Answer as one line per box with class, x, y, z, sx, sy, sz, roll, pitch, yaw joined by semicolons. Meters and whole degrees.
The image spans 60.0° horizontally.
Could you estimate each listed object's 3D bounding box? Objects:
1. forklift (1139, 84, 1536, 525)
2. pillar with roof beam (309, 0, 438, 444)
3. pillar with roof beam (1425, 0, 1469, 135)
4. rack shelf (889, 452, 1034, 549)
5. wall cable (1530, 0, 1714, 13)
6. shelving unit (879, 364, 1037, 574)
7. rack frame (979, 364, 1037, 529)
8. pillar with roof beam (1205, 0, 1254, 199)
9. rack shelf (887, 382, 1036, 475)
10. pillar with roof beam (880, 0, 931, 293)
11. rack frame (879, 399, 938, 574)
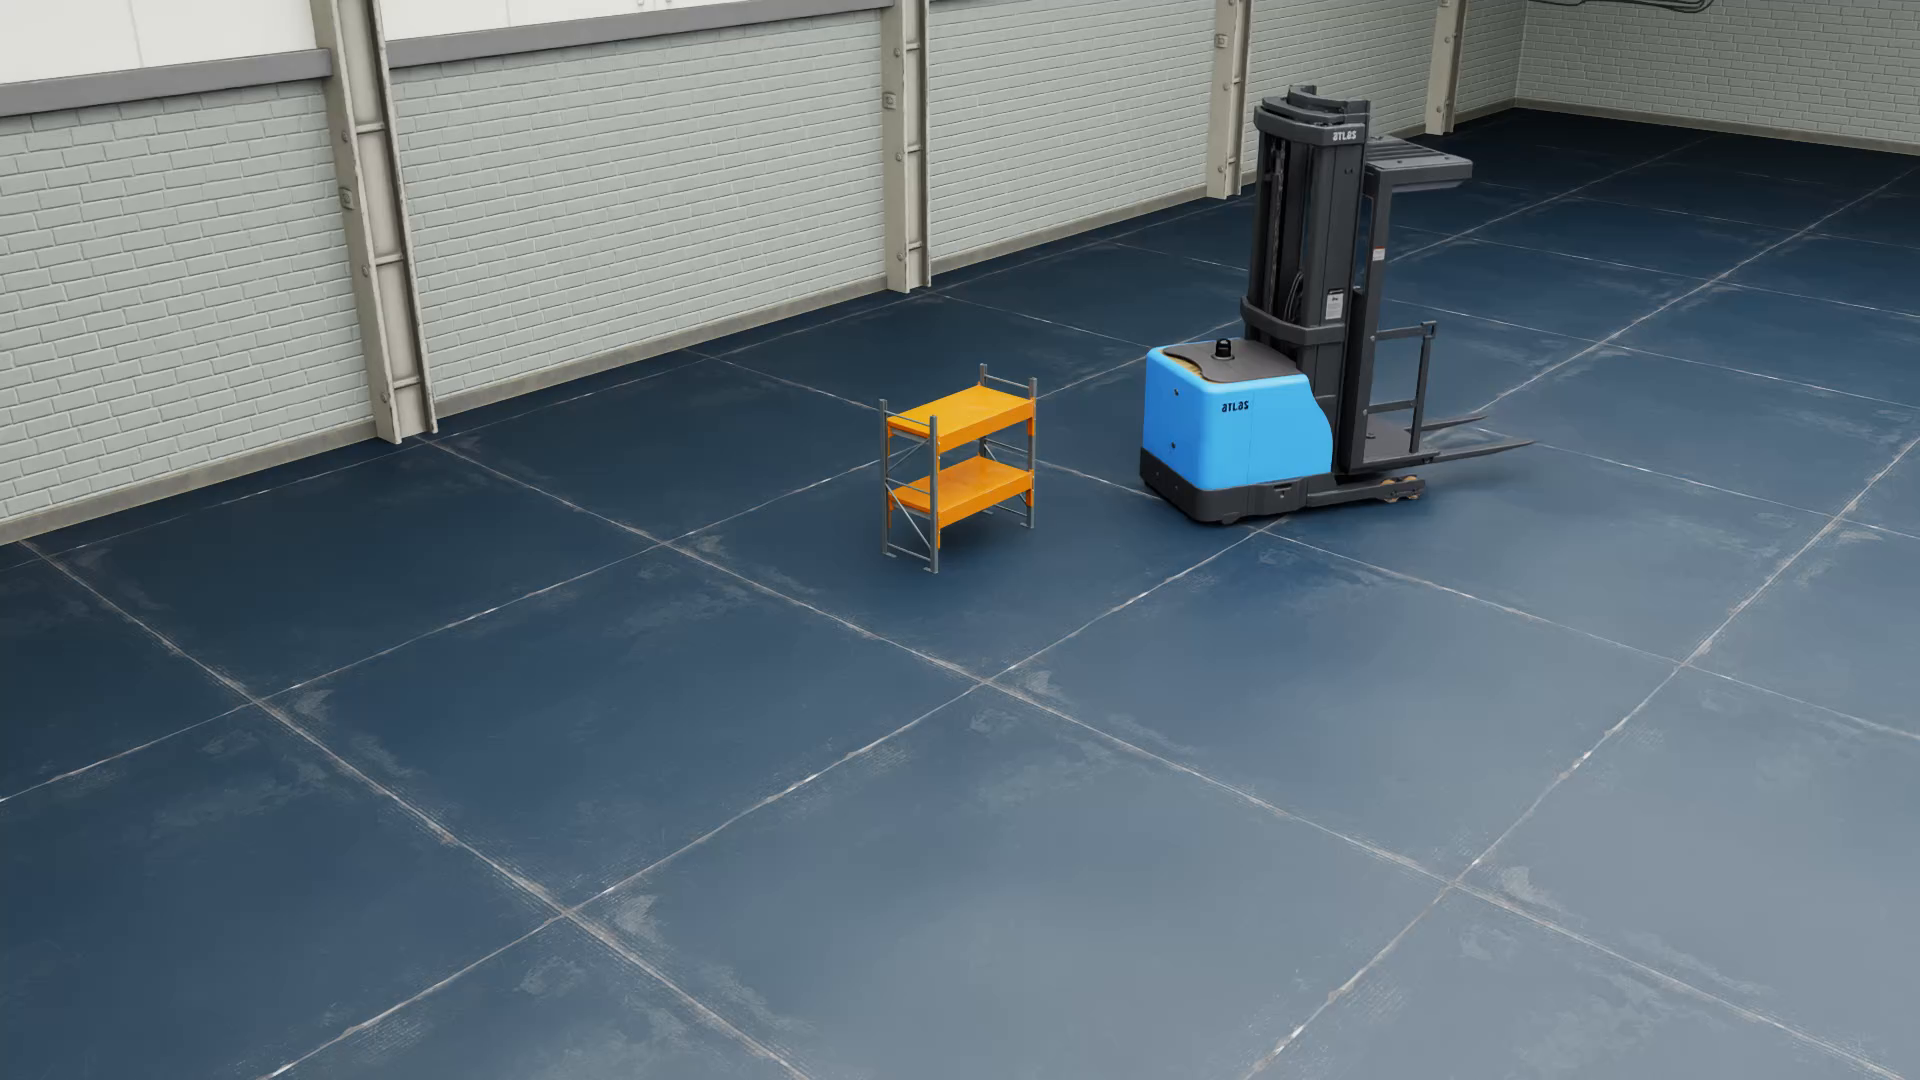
forklift;2.938;-1.808;12.201;3.031;2.935;1.130;-9;26;-19
pillar with roof beam;-1.351;-3.809;9.247;9.100;9.000;0.400;20;31;38
pillar with roof beam;10.663;-9.293;21.478;9.100;9.000;0.400;20;31;38
rack shelf;-0.005;-0.288;11.615;0.538;0.278;1.000;20;31;38
wall cable;10.408;-9.589;25.932;3.097;2.526;0.112;20;31;38
shelving unit;-0.005;-0.511;11.515;0.538;1.125;1.048;20;31;38
rack frame;0.335;-0.666;11.861;0.500;1.125;0.032;20;31;38
pillar with roof beam;6.658;-7.465;17.401;9.100;9.000;0.400;20;31;38
rack shelf;-0.005;-0.778;11.396;0.538;0.278;1.000;20;31;38
pillar with roof beam;2.654;-5.637;13.324;9.100;9.000;0.400;20;31;38
rack frame;-0.344;-0.356;11.170;0.500;1.125;0.032;20;31;38
